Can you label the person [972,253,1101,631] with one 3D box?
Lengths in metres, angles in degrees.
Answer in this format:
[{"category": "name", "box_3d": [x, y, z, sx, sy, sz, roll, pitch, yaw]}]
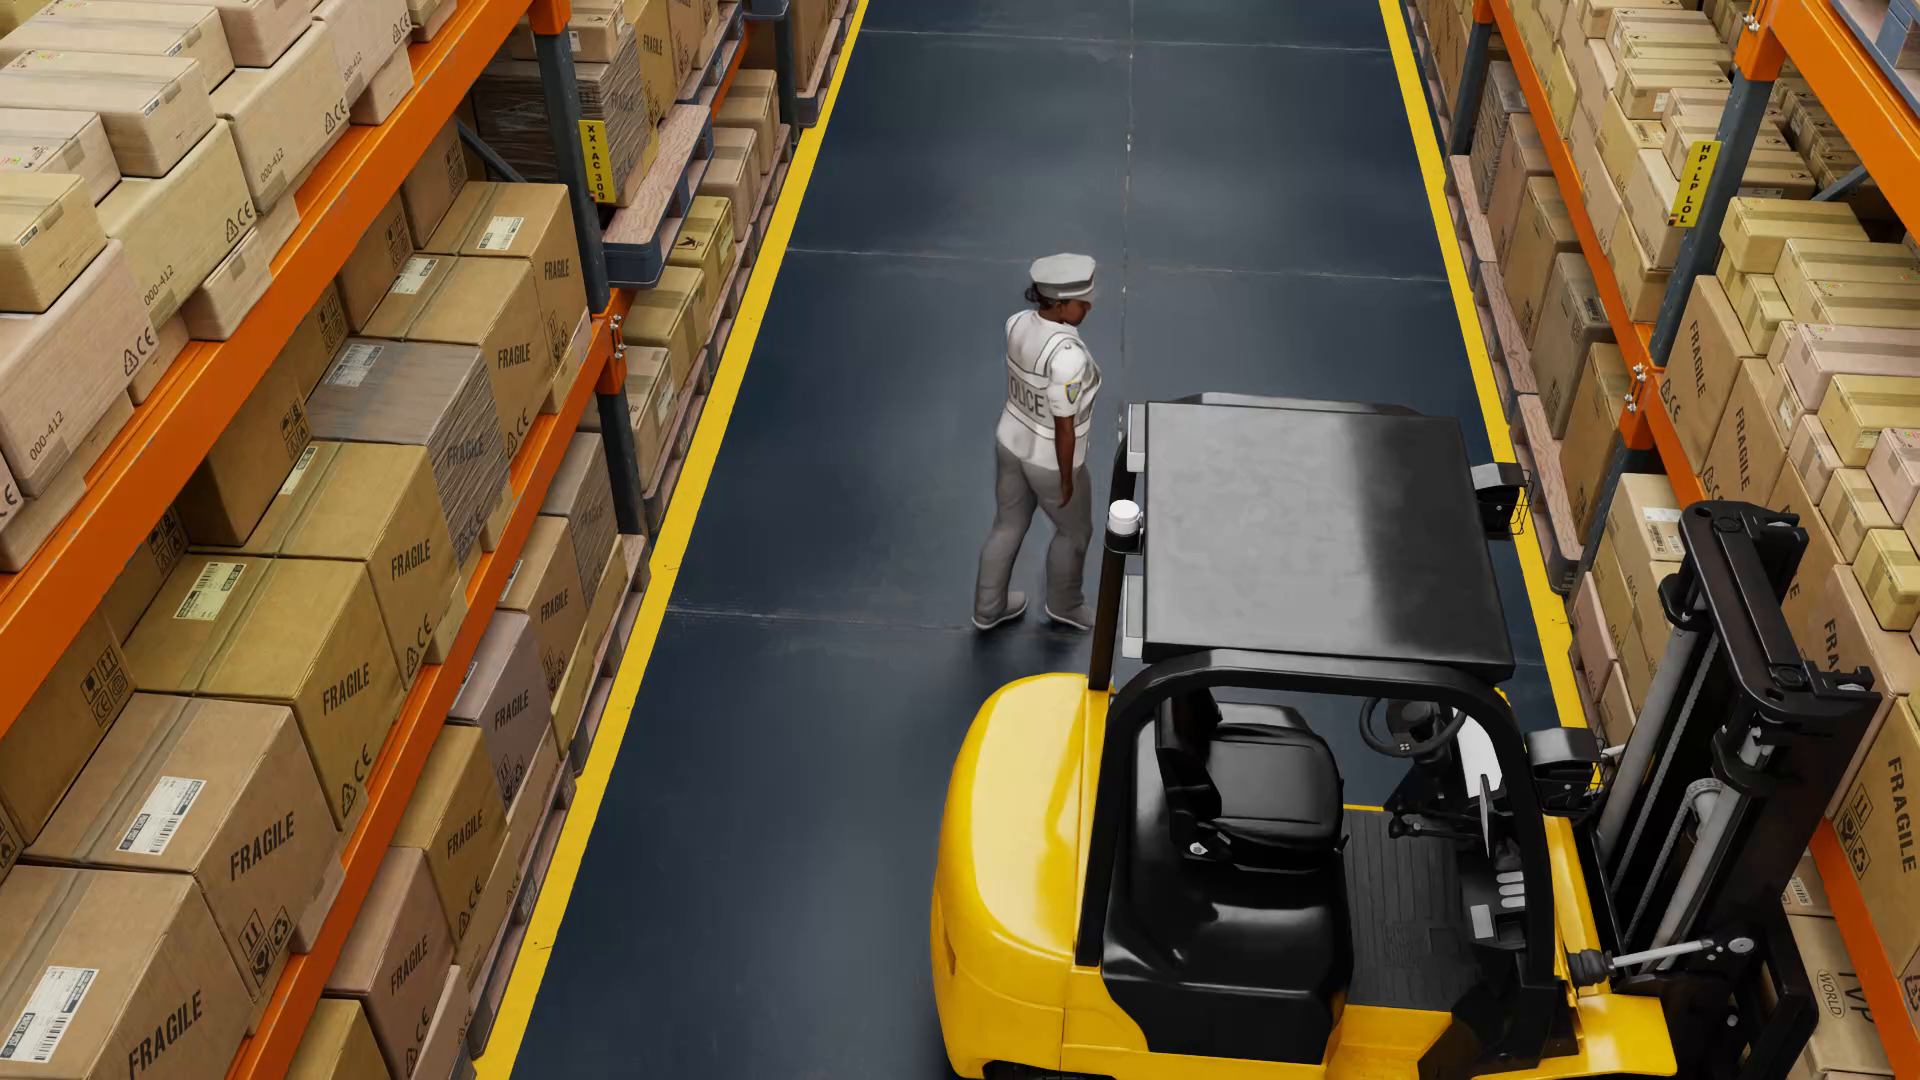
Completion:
[{"category": "person", "box_3d": [0.295, -0.304, 6.545, 0.541, 1.716, 0.477, -25, 46, -26]}]
